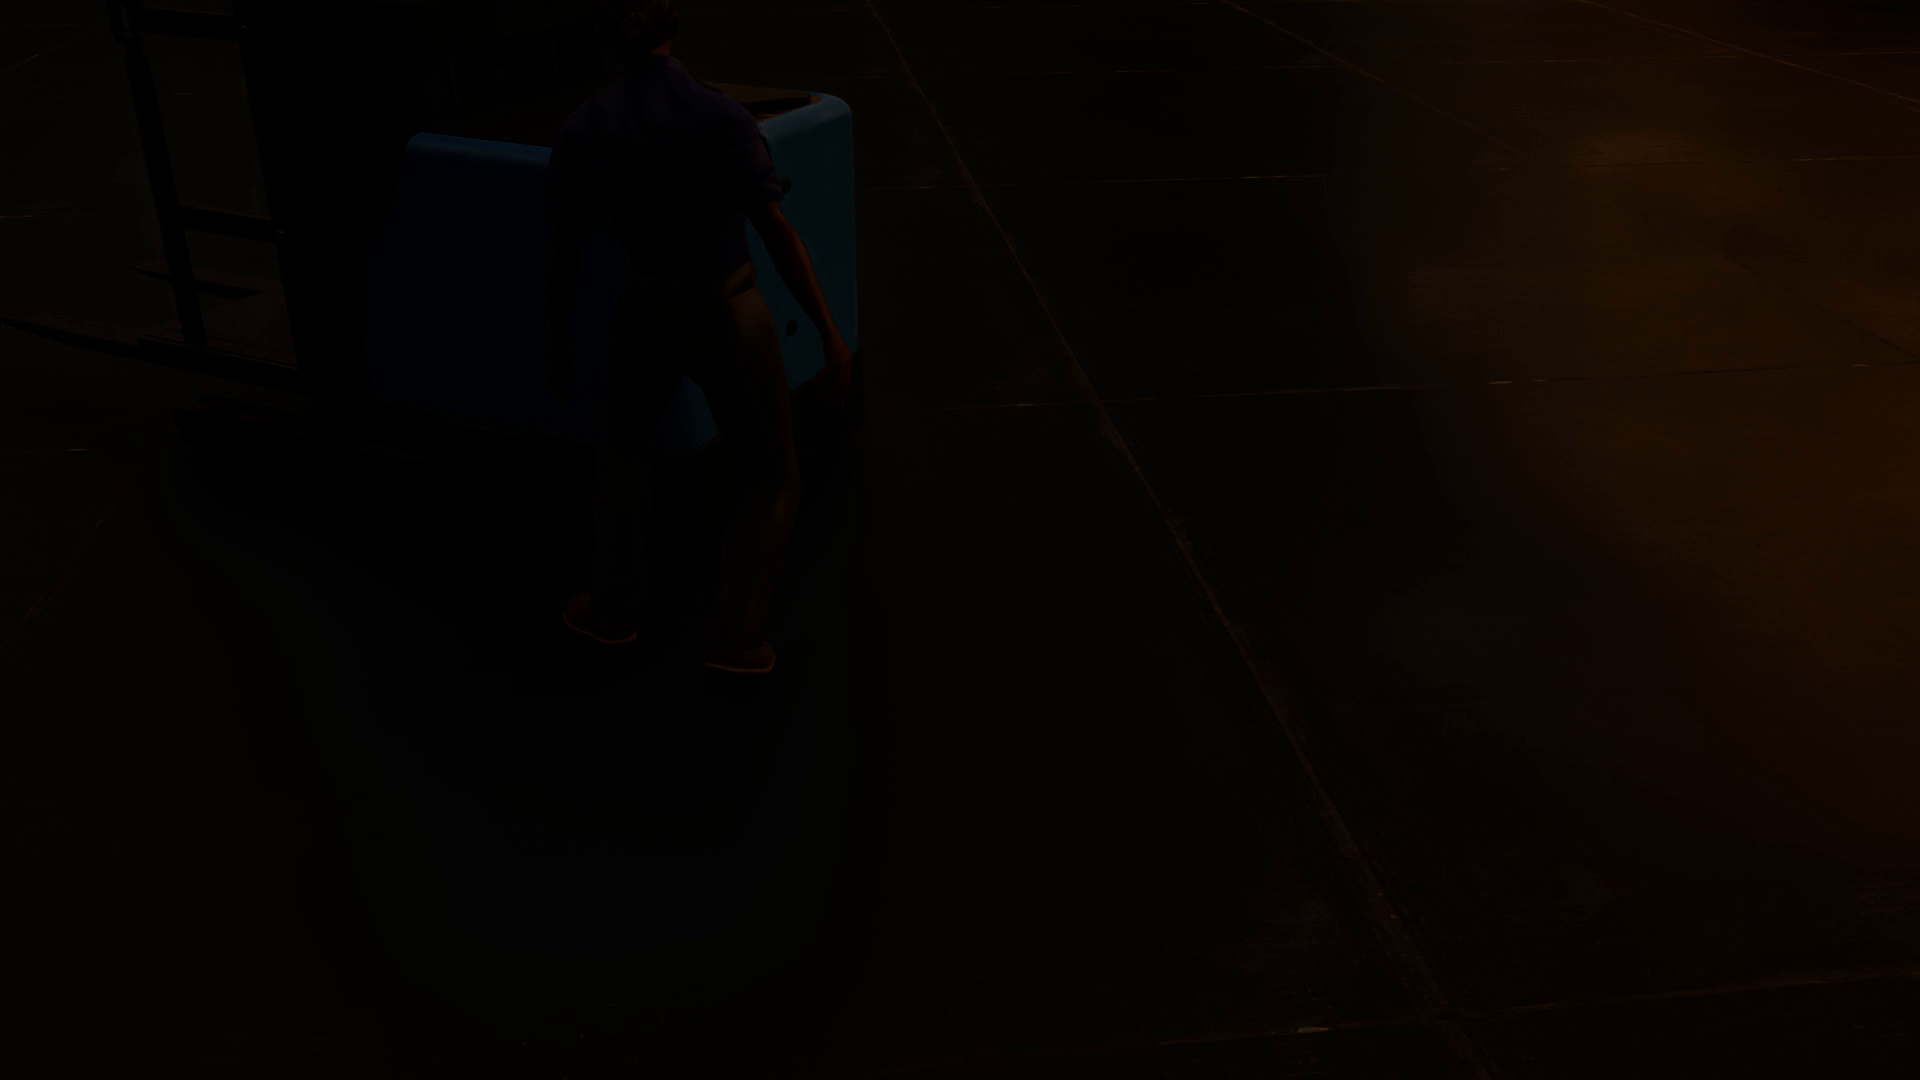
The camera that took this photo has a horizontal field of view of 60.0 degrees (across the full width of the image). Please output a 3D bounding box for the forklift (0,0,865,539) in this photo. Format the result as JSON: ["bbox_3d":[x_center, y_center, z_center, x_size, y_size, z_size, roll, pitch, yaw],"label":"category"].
[{"bbox_3d":[-1.851,-1.737,4.834,3.031,2.935,1.130,12,28,24],"label":"forklift"}]

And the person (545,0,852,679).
[{"bbox_3d":[-0.622,-0.441,3.720,0.818,1.599,0.472,7,27,15],"label":"person"}]
